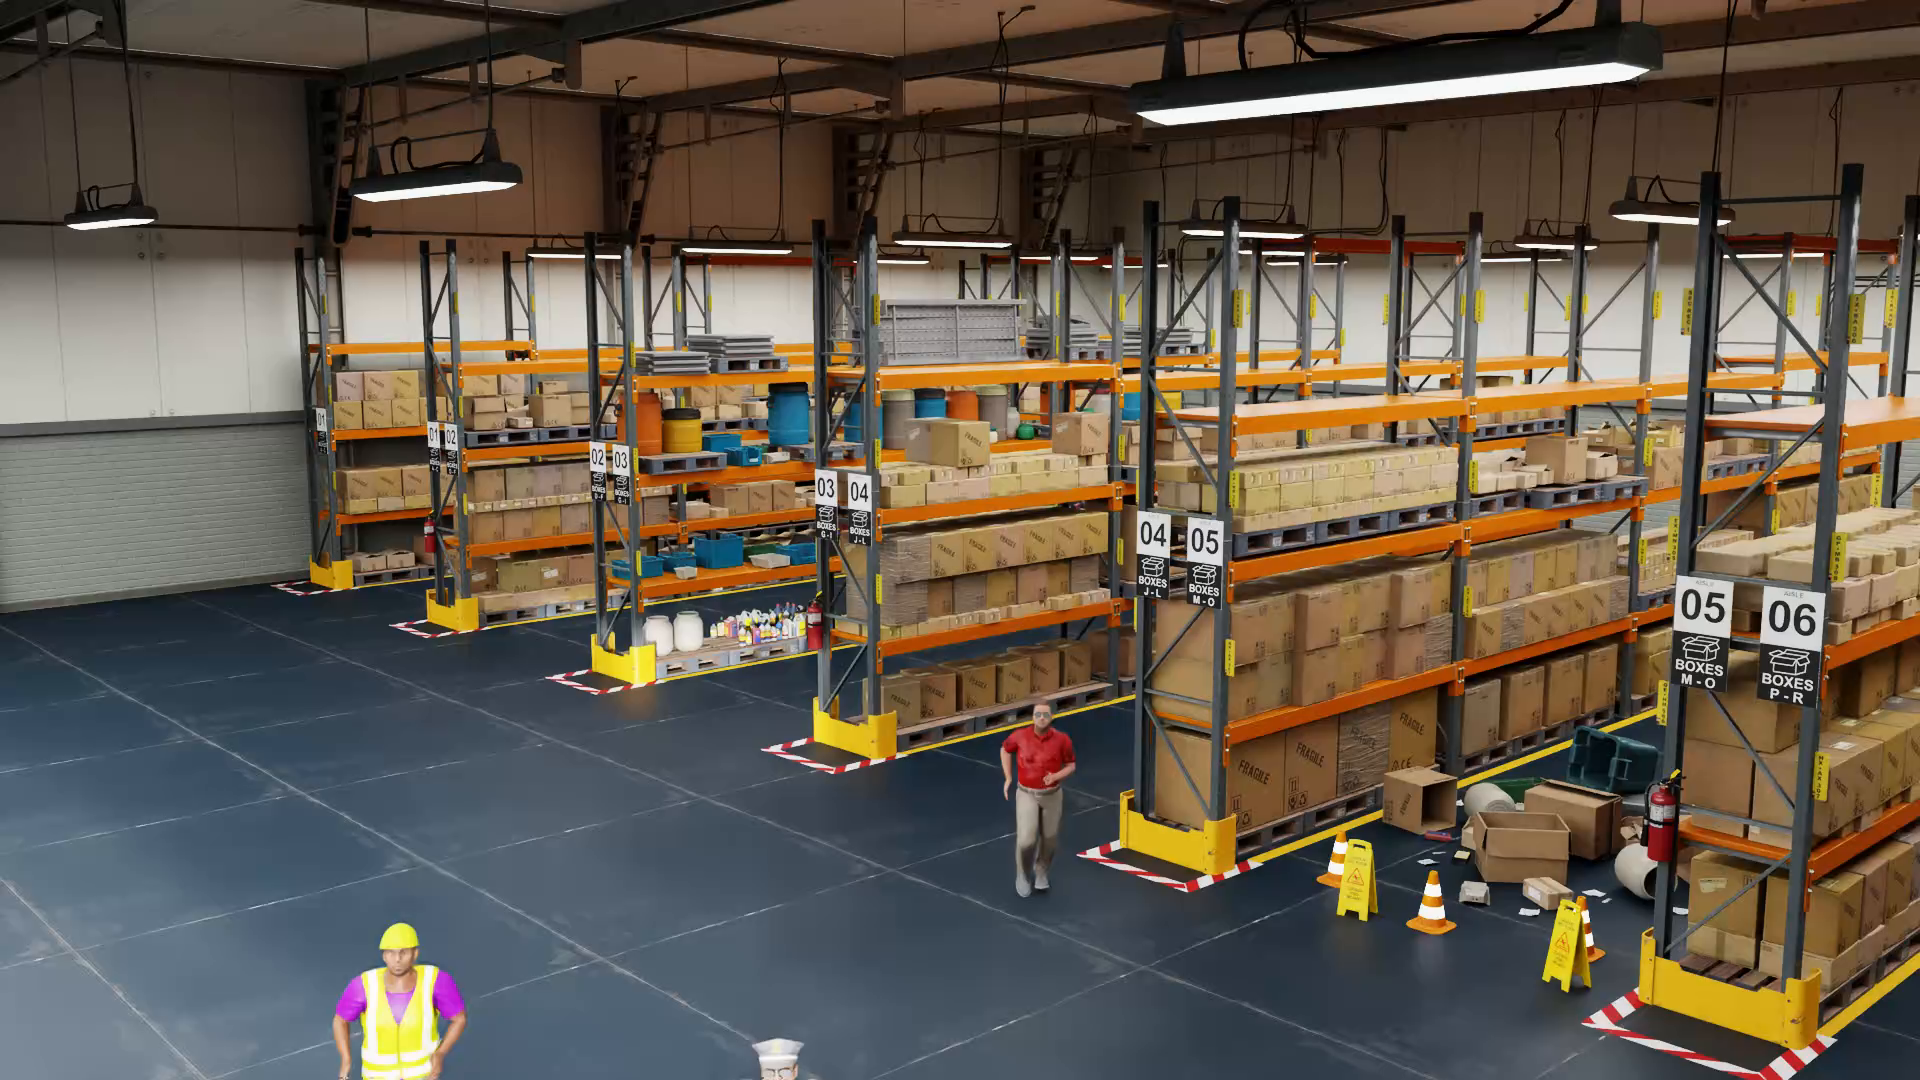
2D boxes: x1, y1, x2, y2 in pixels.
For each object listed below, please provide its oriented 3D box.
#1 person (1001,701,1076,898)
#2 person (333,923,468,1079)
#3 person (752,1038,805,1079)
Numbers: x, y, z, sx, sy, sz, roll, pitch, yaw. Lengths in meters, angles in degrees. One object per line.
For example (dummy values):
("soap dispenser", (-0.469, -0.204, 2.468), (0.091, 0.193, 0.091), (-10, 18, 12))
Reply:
("person", (0.678, 2.242, 14.296), (0.638, 1.722, 0.690), (0, 8, -1))
("person", (-3.131, 2.972, 9.348), (0.722, 1.725, 0.603), (-2, 9, -16))
("person", (-0.874, 3.169, 7.870), (0.668, 1.747, 0.526), (0, 8, -1))
